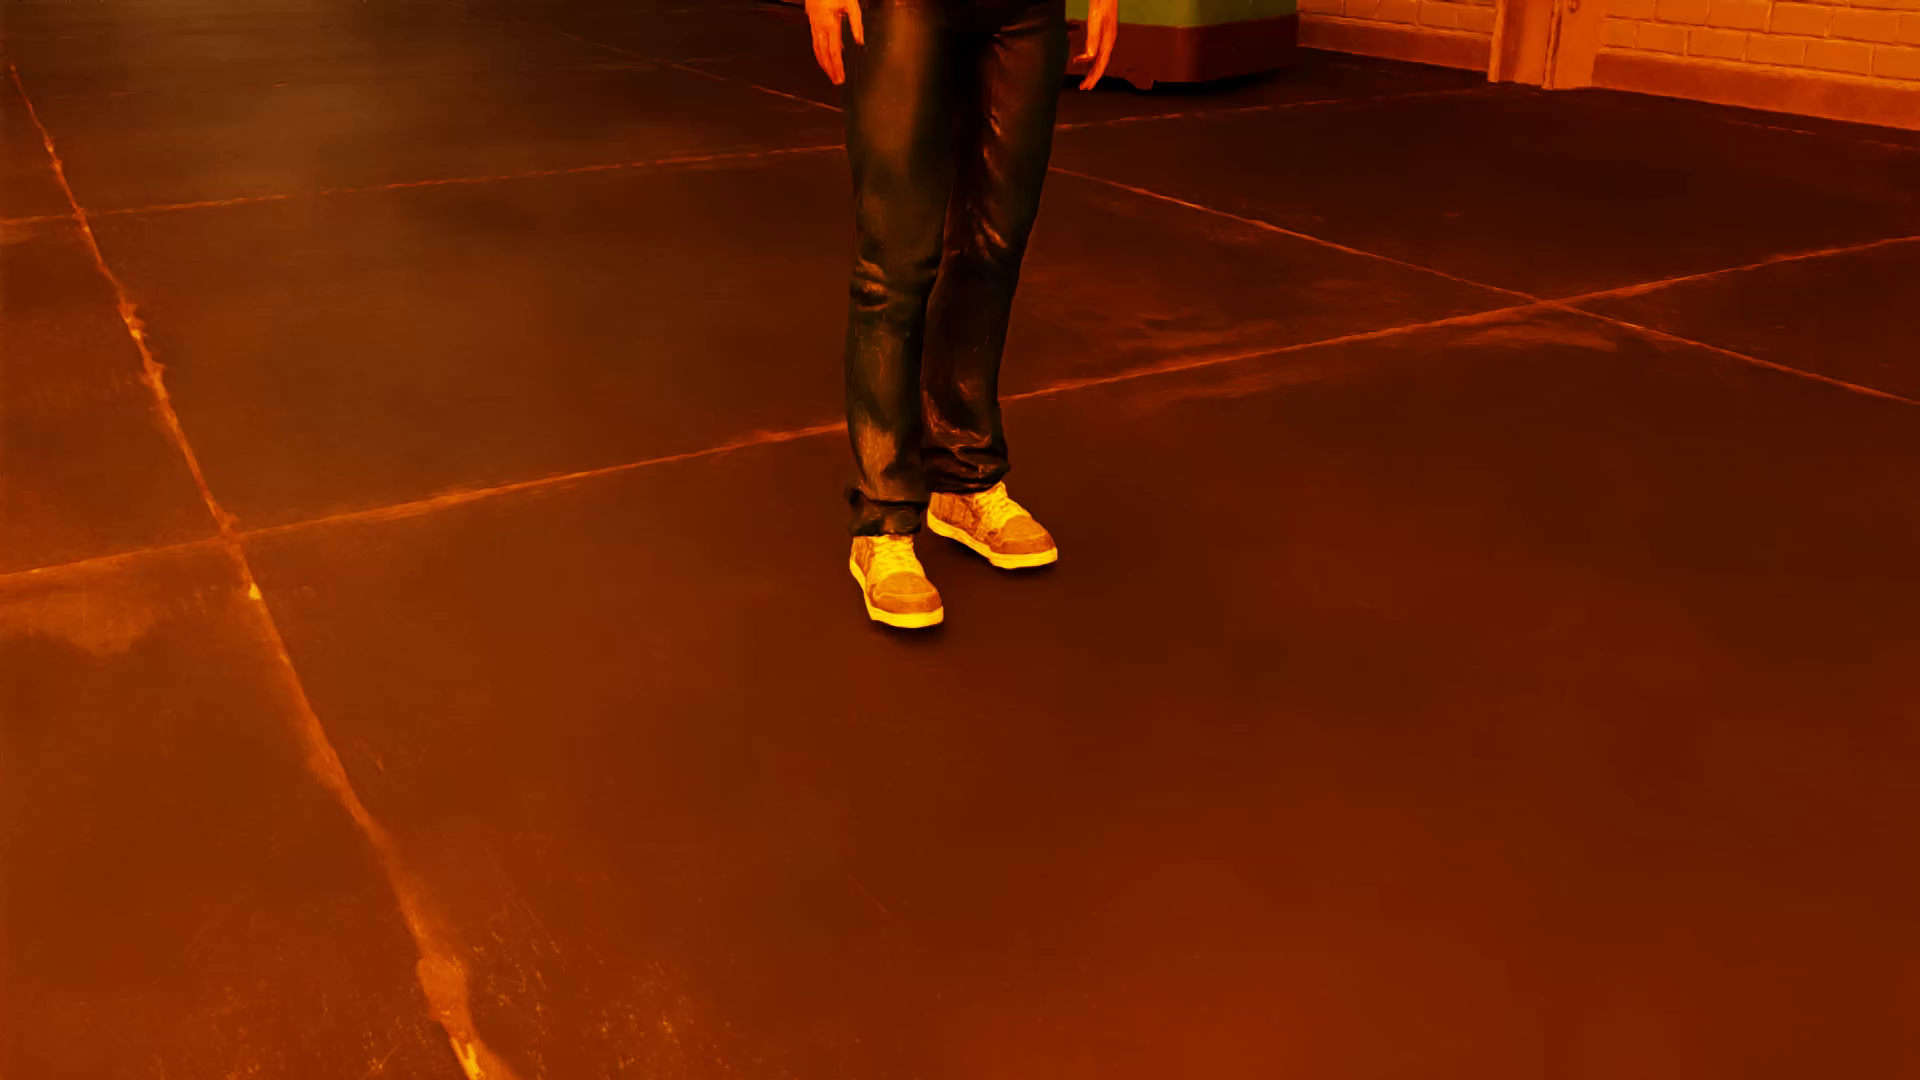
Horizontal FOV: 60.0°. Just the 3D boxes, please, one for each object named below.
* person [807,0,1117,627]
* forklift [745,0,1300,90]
[{"bbox_3d":[0.026,-0.718,2.262,0.520,1.597,0.473,-12,25,-28],"label":"person"},{"bbox_3d":[0.177,-3.827,8.100,3.031,2.935,1.130,18,28,36],"label":"forklift"}]
